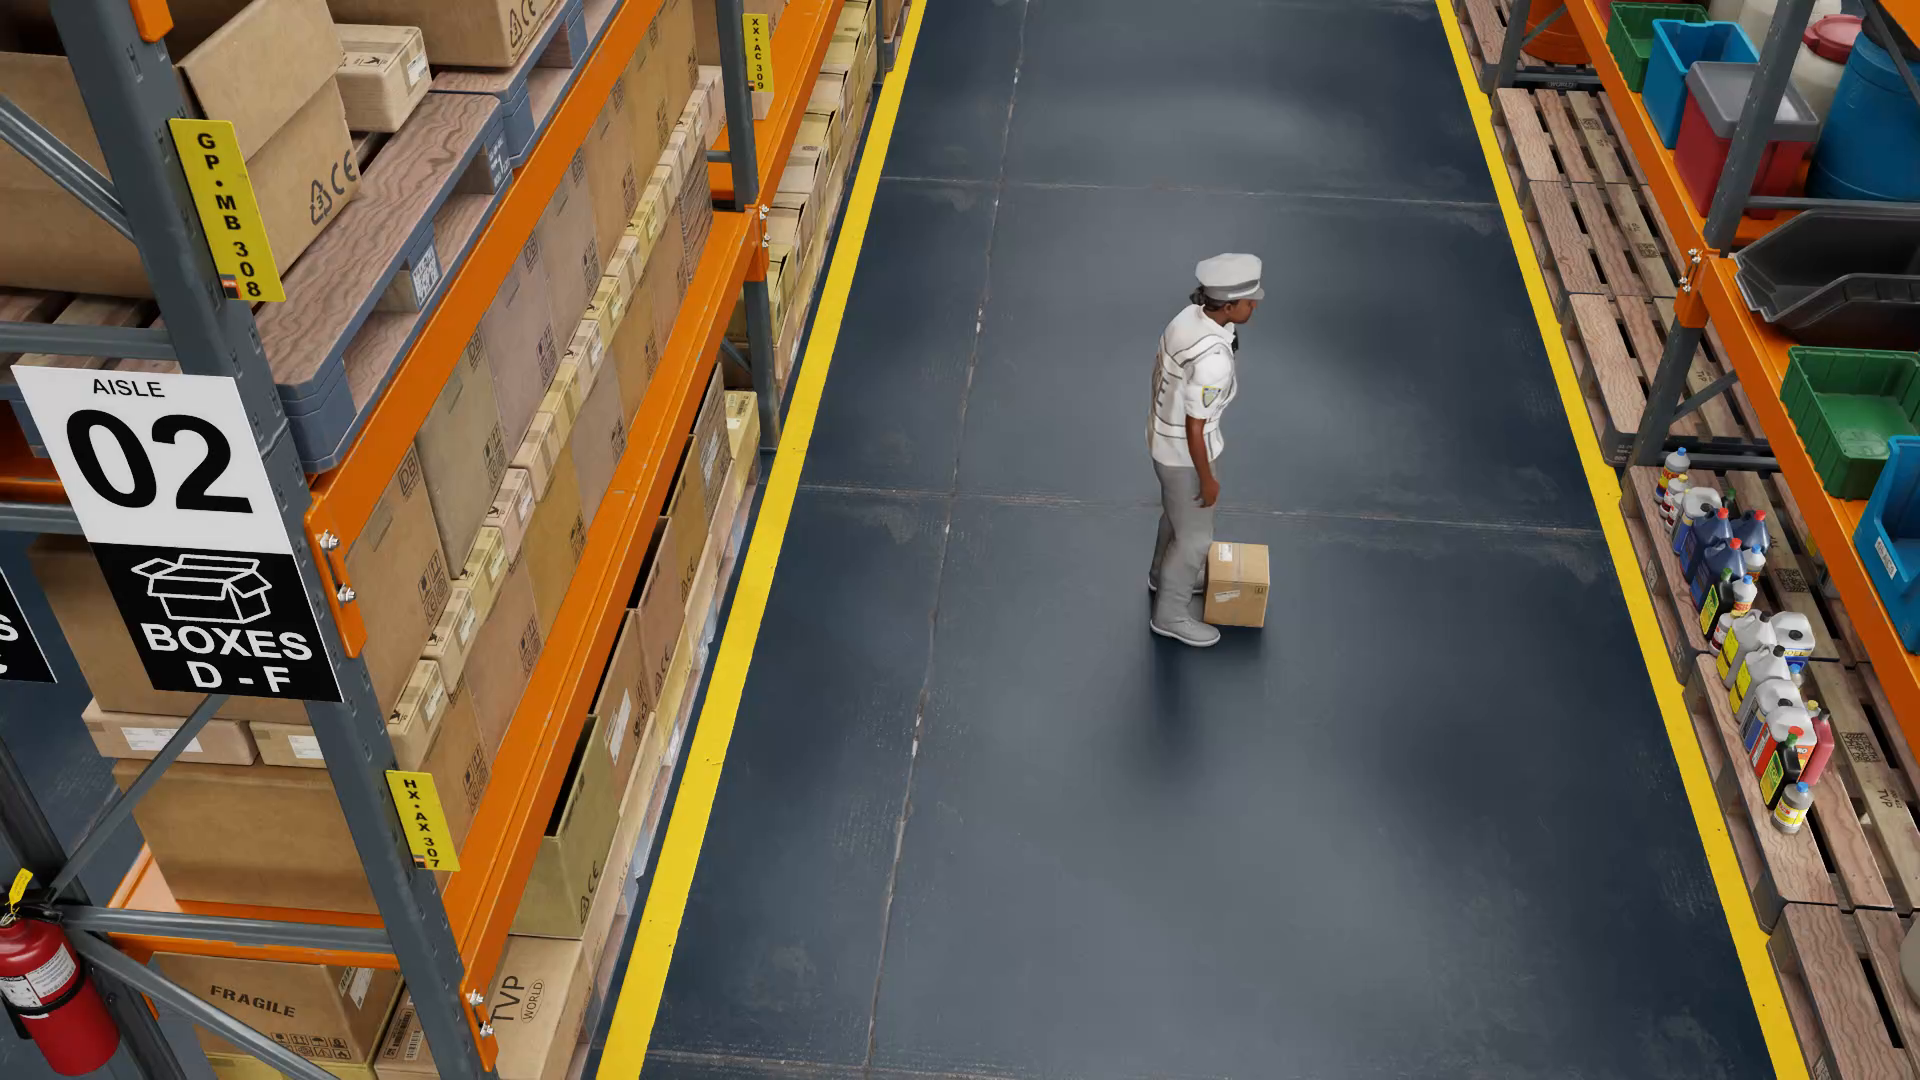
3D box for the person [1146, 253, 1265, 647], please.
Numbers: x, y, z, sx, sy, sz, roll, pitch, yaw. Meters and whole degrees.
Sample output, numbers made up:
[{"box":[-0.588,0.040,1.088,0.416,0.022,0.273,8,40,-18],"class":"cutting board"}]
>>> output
[{"box":[0.930,-0.360,6.577,0.391,1.664,0.531,1,40,2],"class":"person"}]
